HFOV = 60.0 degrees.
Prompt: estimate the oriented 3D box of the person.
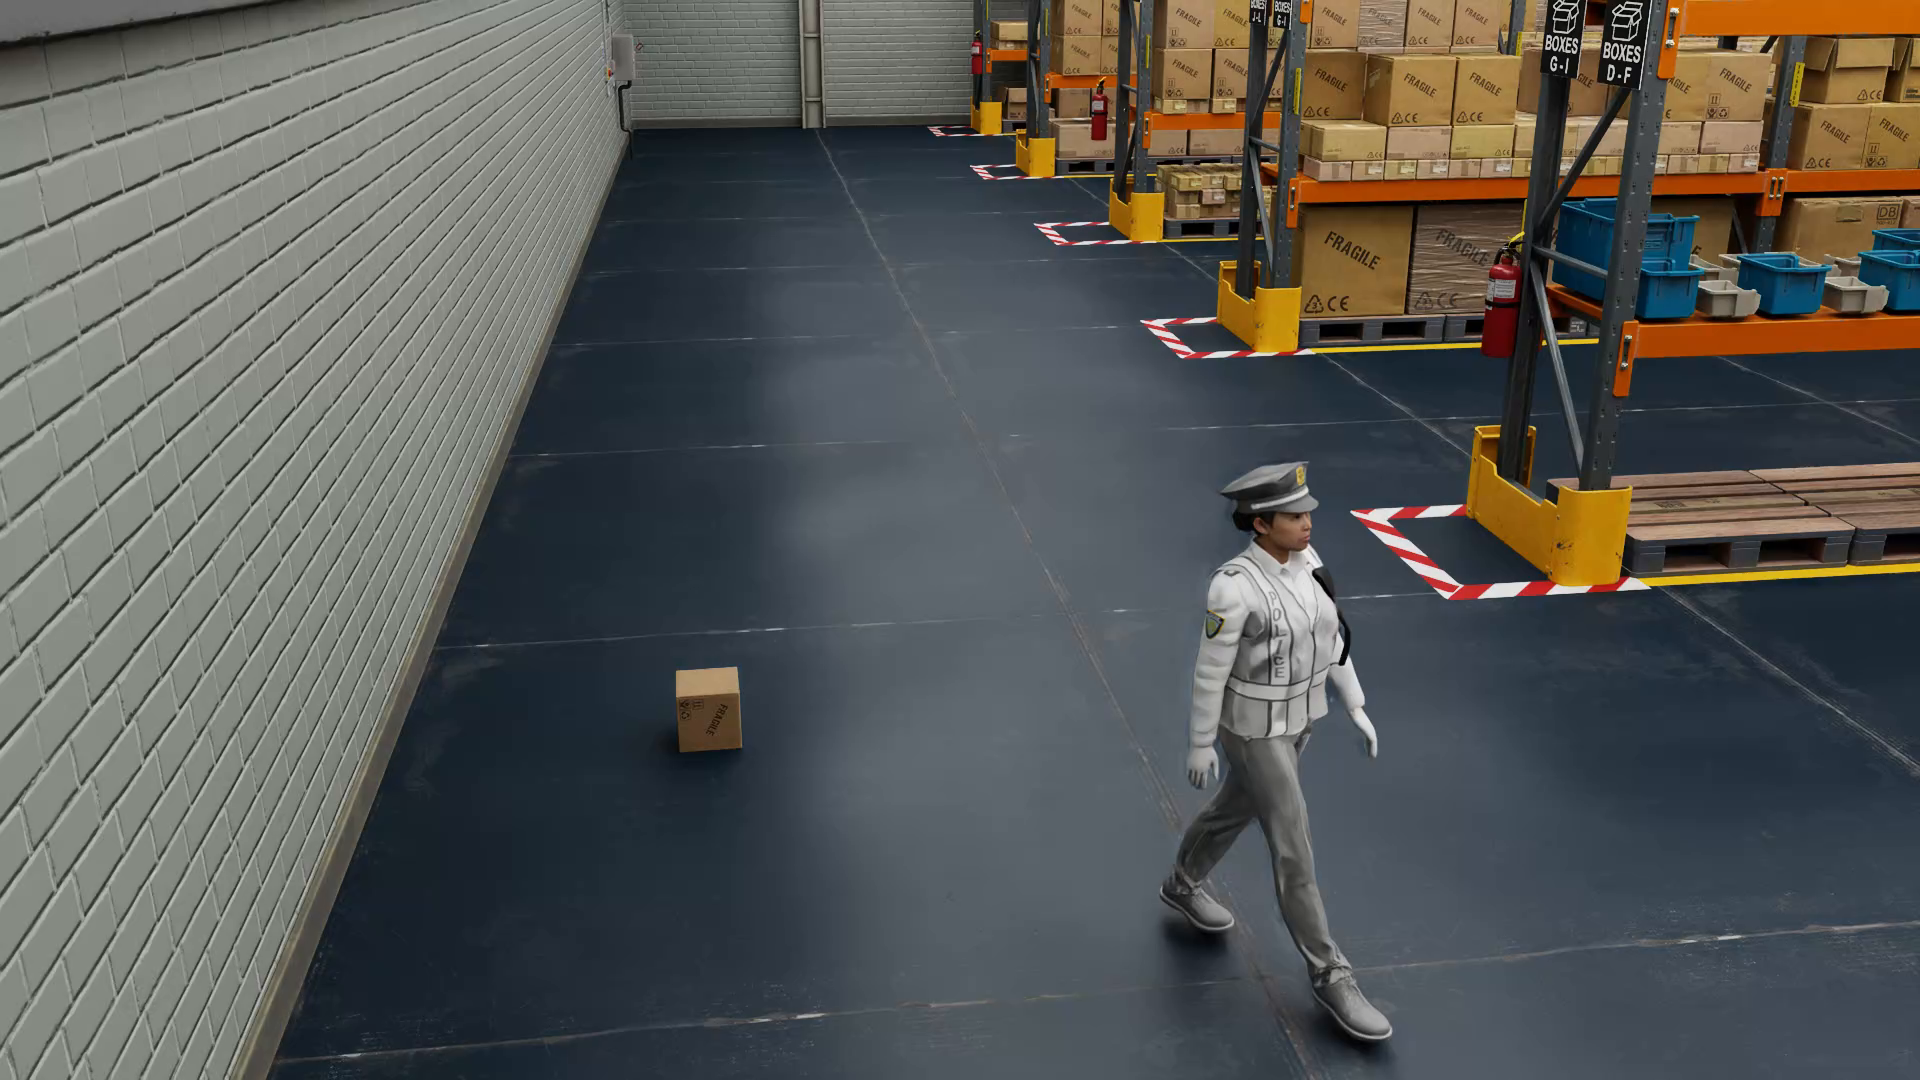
[{"bbox_3d":[1.011,0.556,4.977,0.937,1.636,0.517,18,27,40],"label":"person"}]
